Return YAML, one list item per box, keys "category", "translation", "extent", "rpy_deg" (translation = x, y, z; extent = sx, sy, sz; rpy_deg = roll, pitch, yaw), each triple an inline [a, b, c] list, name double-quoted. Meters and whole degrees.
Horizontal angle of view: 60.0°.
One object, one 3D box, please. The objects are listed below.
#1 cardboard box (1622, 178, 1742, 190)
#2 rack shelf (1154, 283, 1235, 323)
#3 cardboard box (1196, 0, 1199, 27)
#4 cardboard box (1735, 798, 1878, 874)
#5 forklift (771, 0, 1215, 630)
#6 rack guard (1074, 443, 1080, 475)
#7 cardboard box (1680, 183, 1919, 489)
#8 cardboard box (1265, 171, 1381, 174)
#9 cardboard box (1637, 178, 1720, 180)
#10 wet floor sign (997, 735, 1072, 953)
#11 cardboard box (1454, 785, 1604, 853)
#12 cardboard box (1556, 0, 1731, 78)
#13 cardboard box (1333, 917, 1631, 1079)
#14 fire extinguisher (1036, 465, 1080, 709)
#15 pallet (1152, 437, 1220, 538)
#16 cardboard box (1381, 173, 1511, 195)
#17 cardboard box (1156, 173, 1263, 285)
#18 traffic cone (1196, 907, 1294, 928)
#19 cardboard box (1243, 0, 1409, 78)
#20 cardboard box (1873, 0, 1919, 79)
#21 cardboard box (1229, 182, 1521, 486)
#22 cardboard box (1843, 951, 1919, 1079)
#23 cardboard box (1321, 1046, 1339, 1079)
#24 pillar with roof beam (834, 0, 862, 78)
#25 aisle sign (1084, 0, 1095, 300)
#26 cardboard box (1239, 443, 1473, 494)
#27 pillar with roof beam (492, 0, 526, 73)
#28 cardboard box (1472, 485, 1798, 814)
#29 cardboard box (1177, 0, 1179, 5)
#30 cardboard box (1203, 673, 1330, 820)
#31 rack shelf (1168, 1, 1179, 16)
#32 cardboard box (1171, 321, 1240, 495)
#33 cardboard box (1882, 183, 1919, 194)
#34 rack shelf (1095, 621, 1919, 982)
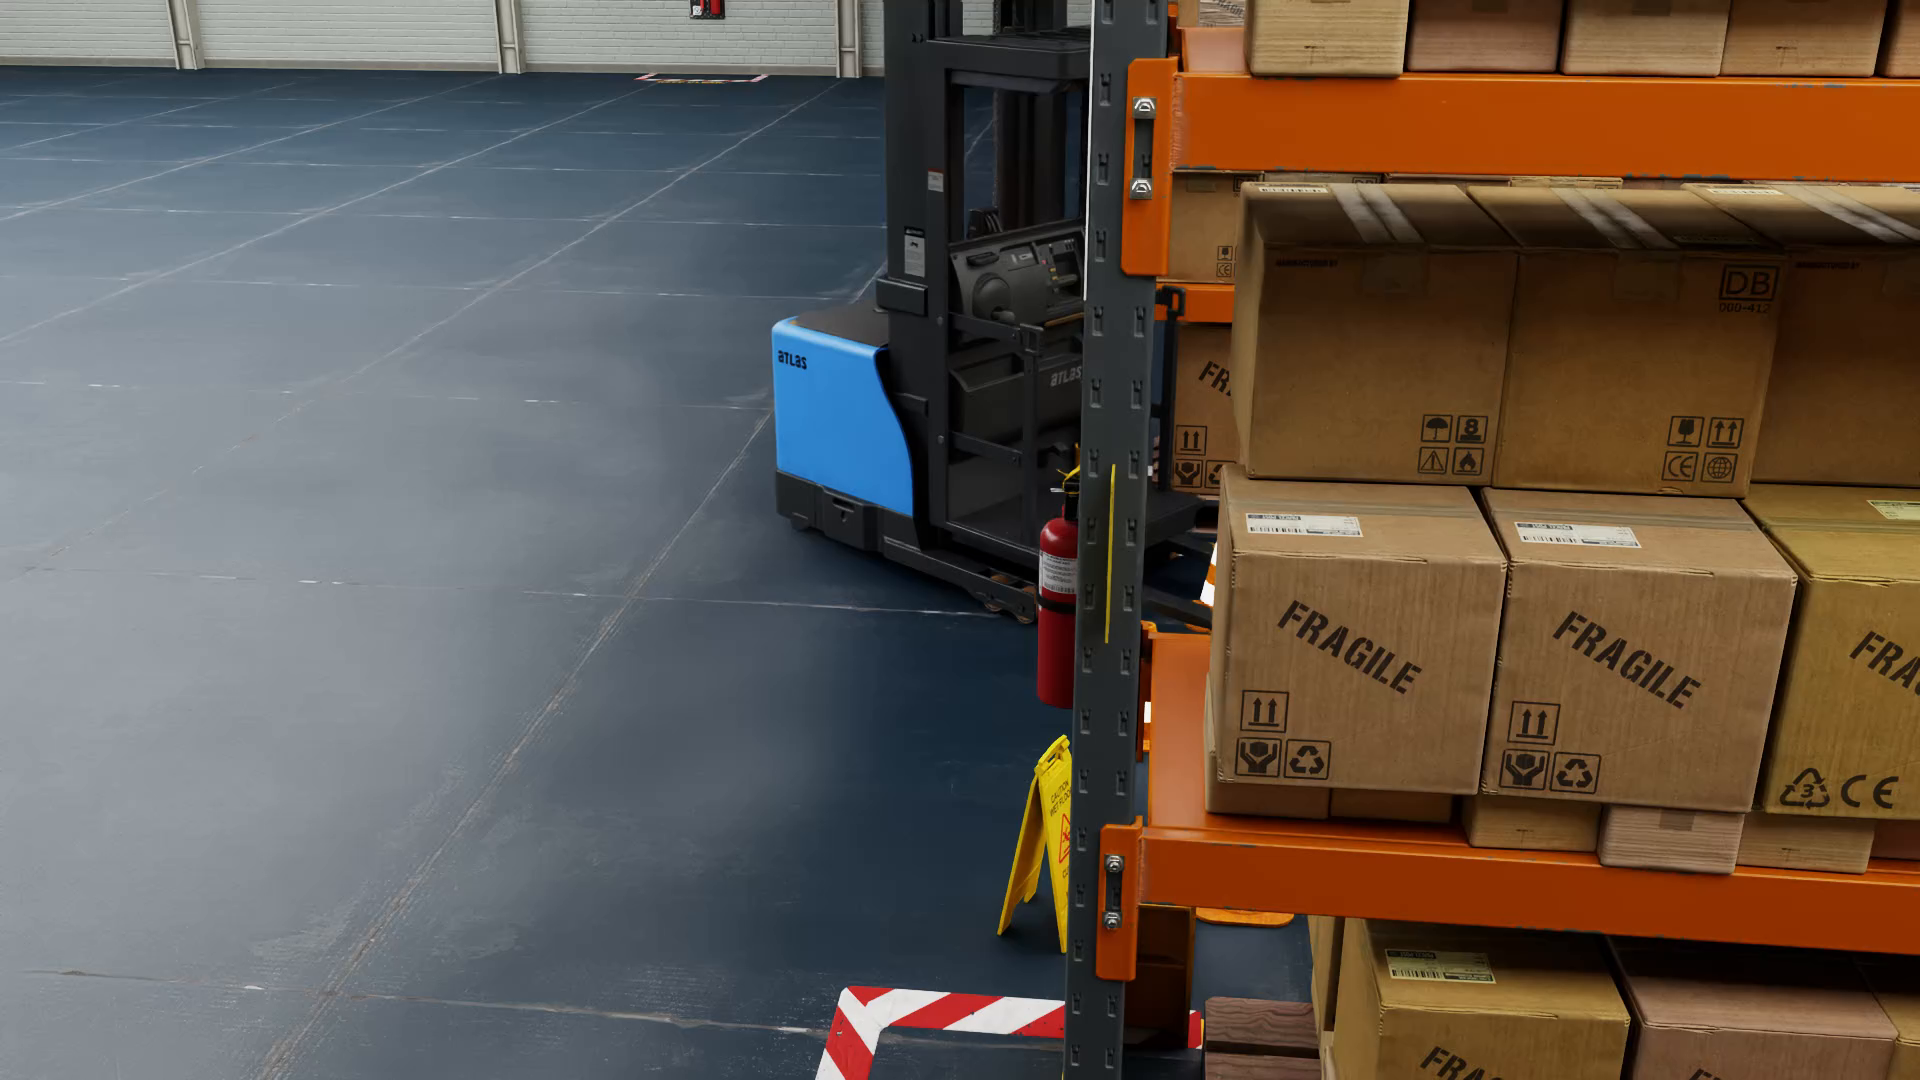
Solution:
- category: "cardboard box"
  translation: [3.360, -1.571, 8.129]
  extent: [0.550, 0.550, 0.875]
  rpy_deg: [2, 22, 6]
- category: "rack shelf"
  translation: [2.813, -1.160, 8.271]
  extent: [4.000, 0.370, 1.077]
  rpy_deg: [2, 22, 6]
- category: "cardboard box"
  translation: [2.087, -4.103, 12.839]
  extent: [0.500, 0.500, 0.500]
  rpy_deg: [2, 22, 6]
- category: "cardboard box"
  translation: [1.672, 0.512, 3.407]
  extent: [0.250, 0.149, 0.380]
  rpy_deg: [3, 22, 8]
- category: "forklift"
  translation: [0.455, -1.203, 7.496]
  extent: [3.031, 2.935, 1.130]
  rpy_deg: [19, 29, 40]
- category: "rack guard"
  translation: [0.803, -0.419, 8.820]
  extent: [0.348, 0.500, 1.175]
  rpy_deg: [2, 22, 6]
- category: "cardboard box"
  translation: [1.898, -0.467, 3.641]
  extent: [0.500, 0.500, 0.700]
  rpy_deg: [2, 22, 6]
- category: "cardboard box"
  translation: [1.748, -2.132, 8.080]
  extent: [0.550, 0.550, 0.875]
  rpy_deg: [2, 22, 6]
- category: "cardboard box"
  translation: [3.357, -2.063, 7.905]
  extent: [0.550, 0.550, 0.875]
  rpy_deg: [2, 22, 6]
- category: "wet floor sign"
  translation: [0.282, 0.927, 5.217]
  extent: [0.232, 0.644, 0.267]
  rpy_deg: [11, 24, 25]
- category: "cardboard box"
  translation: [1.164, 0.485, 3.475]
  extent: [0.250, 0.149, 0.380]
  rpy_deg: [2, 22, 5]
- category: "cardboard box"
  translation: [1.167, -0.912, 2.927]
  extent: [0.250, 0.149, 0.380]
  rpy_deg: [3, 22, 8]
- category: "cardboard box"
  translation: [1.137, 1.102, 3.720]
  extent: [0.500, 0.500, 0.500]
  rpy_deg: [2, 22, 4]
- category: "fire extinguisher"
  translation: [0.286, 0.094, 4.228]
  extent: [0.183, 0.674, 0.296]
  rpy_deg: [2, 22, 6]
- category: "pallet"
  translation: [1.630, -0.278, 8.855]
  extent: [1.213, 0.211, 1.003]
  rpy_deg: [2, 22, 6]
- category: "cardboard box"
  translation: [2.291, -1.565, 8.114]
  extent: [0.550, 0.550, 0.875]
  rpy_deg: [2, 22, 6]
- category: "cardboard box"
  translation: [1.201, -1.651, 8.332]
  extent: [0.550, 0.550, 0.875]
  rpy_deg: [2, 22, 6]
- category: "traffic cone"
  translation: [0.924, 0.958, 5.386]
  extent: [0.334, 0.463, 0.336]
  rpy_deg: [2, 22, 6]
- category: "cardboard box"
  translation: [0.636, -0.914, 2.934]
  extent: [0.250, 0.149, 0.380]
  rpy_deg: [3, 22, 6]
- category: "cardboard box"
  translation: [1.679, -0.900, 2.898]
  extent: [0.250, 0.149, 0.380]
  rpy_deg: [2, 22, 5]
- category: "cardboard box"
  translation: [0.878, -0.476, 3.664]
  extent: [0.500, 0.500, 0.700]
  rpy_deg: [2, 22, 5]
- category: "cardboard box"
  translation: [2.154, 1.148, 3.605]
  extent: [0.500, 0.500, 0.500]
  rpy_deg: [3, 22, 7]
- category: "cardboard box"
  translation: [1.114, 1.450, 3.860]
  extent: [0.500, 0.250, 0.500]
  rpy_deg: [2, 22, 6]
- category: "pillar with roof beam"
  translation: [-2.408, -10.576, 22.951]
  extent: [0.400, 9.000, 9.100]
  rpy_deg: [2, 22, 6]
- category: "aisle sign"
  translation: [0.247, -0.867, 3.018]
  extent: [0.004, 0.787, 0.394]
  rpy_deg: [2, 22, 6]
- category: "cardboard box"
  translation: [0.916, -0.031, 3.898]
  extent: [0.500, 0.500, 0.500]
  rpy_deg: [2, 22, 5]
- category: "pillar with roof beam"
  translation: [-8.366, -10.835, 23.608]
  extent: [0.400, 9.000, 9.100]
  rpy_deg: [2, 22, 6]
- category: "cardboard box"
  translation: [1.298, 0.189, 3.341]
  extent: [0.500, 0.500, 0.500]
  rpy_deg: [3, 22, 8]
- category: "cardboard box"
  translation: [3.707, -8.615, 26.328]
  extent: [0.500, 0.250, 0.500]
  rpy_deg: [2, 22, 5]
- category: "cardboard box"
  translation: [0.658, 0.438, 3.593]
  extent: [0.250, 0.149, 0.380]
  rpy_deg: [3, 22, 7]
- category: "rack shelf"
  translation: [5.246, -8.391, 26.564]
  extent: [4.000, 0.370, 1.077]
  rpy_deg: [2, 22, 6]
- category: "cardboard box"
  translation: [1.508, -0.783, 8.658]
  extent: [0.875, 0.875, 0.875]
  rpy_deg: [3, 22, 7]
- category: "cardboard box"
  translation: [4.432, -1.489, 7.922]
  extent: [0.550, 0.550, 0.875]
  rpy_deg: [2, 22, 6]
- category: "rack shelf"
  translation: [2.331, 0.652, 3.689]
  extent: [4.000, 0.370, 1.077]
  rpy_deg: [2, 22, 6]
